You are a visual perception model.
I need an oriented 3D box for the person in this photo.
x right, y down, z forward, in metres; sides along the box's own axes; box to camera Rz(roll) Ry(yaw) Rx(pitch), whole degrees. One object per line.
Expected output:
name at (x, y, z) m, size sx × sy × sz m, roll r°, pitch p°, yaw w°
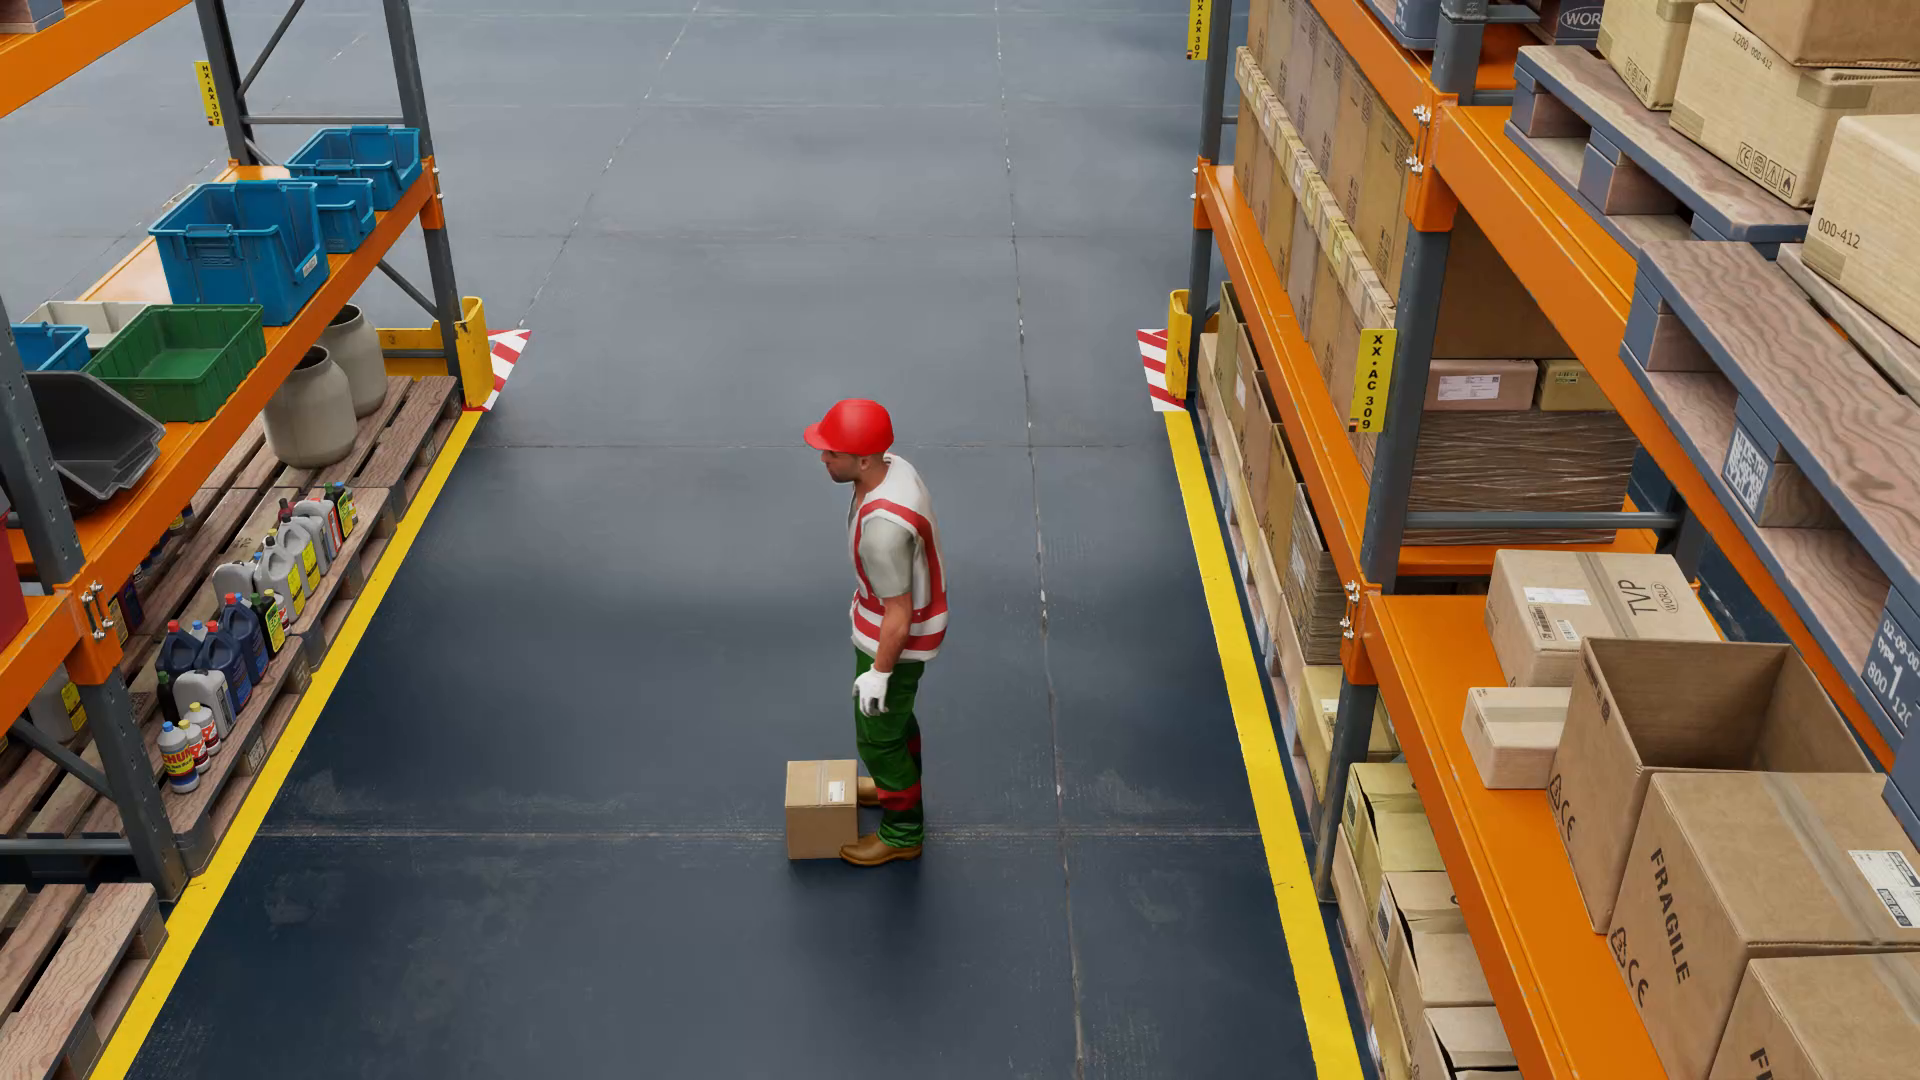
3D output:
person at (-0.266, 0.318, 5.594) m, size 0.445 × 1.781 × 0.621 m, roll -2°, pitch 31°, yaw -3°
